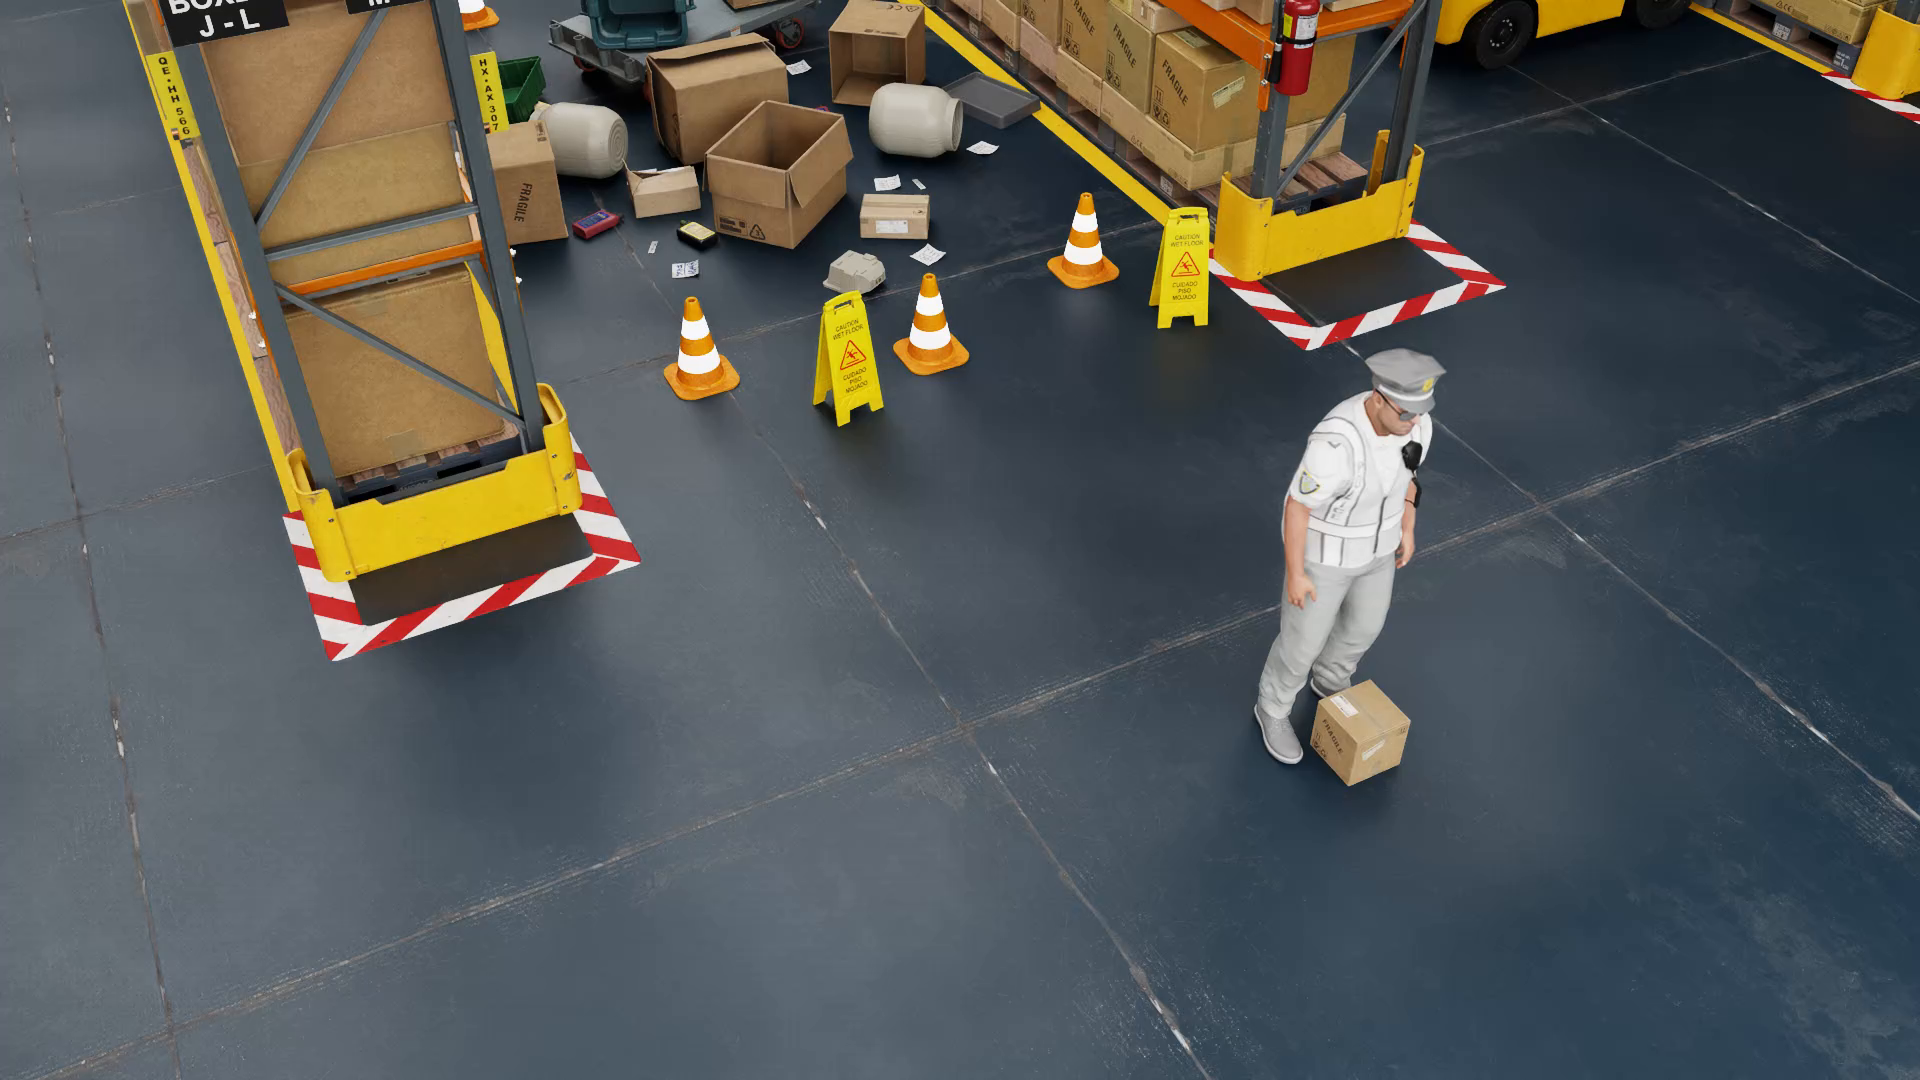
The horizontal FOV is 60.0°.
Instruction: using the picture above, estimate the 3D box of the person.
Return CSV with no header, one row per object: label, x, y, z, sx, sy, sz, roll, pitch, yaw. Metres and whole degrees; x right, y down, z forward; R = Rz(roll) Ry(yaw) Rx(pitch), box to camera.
person,1.418,0.022,6.127,0.595,1.748,0.433,-20,45,-21
